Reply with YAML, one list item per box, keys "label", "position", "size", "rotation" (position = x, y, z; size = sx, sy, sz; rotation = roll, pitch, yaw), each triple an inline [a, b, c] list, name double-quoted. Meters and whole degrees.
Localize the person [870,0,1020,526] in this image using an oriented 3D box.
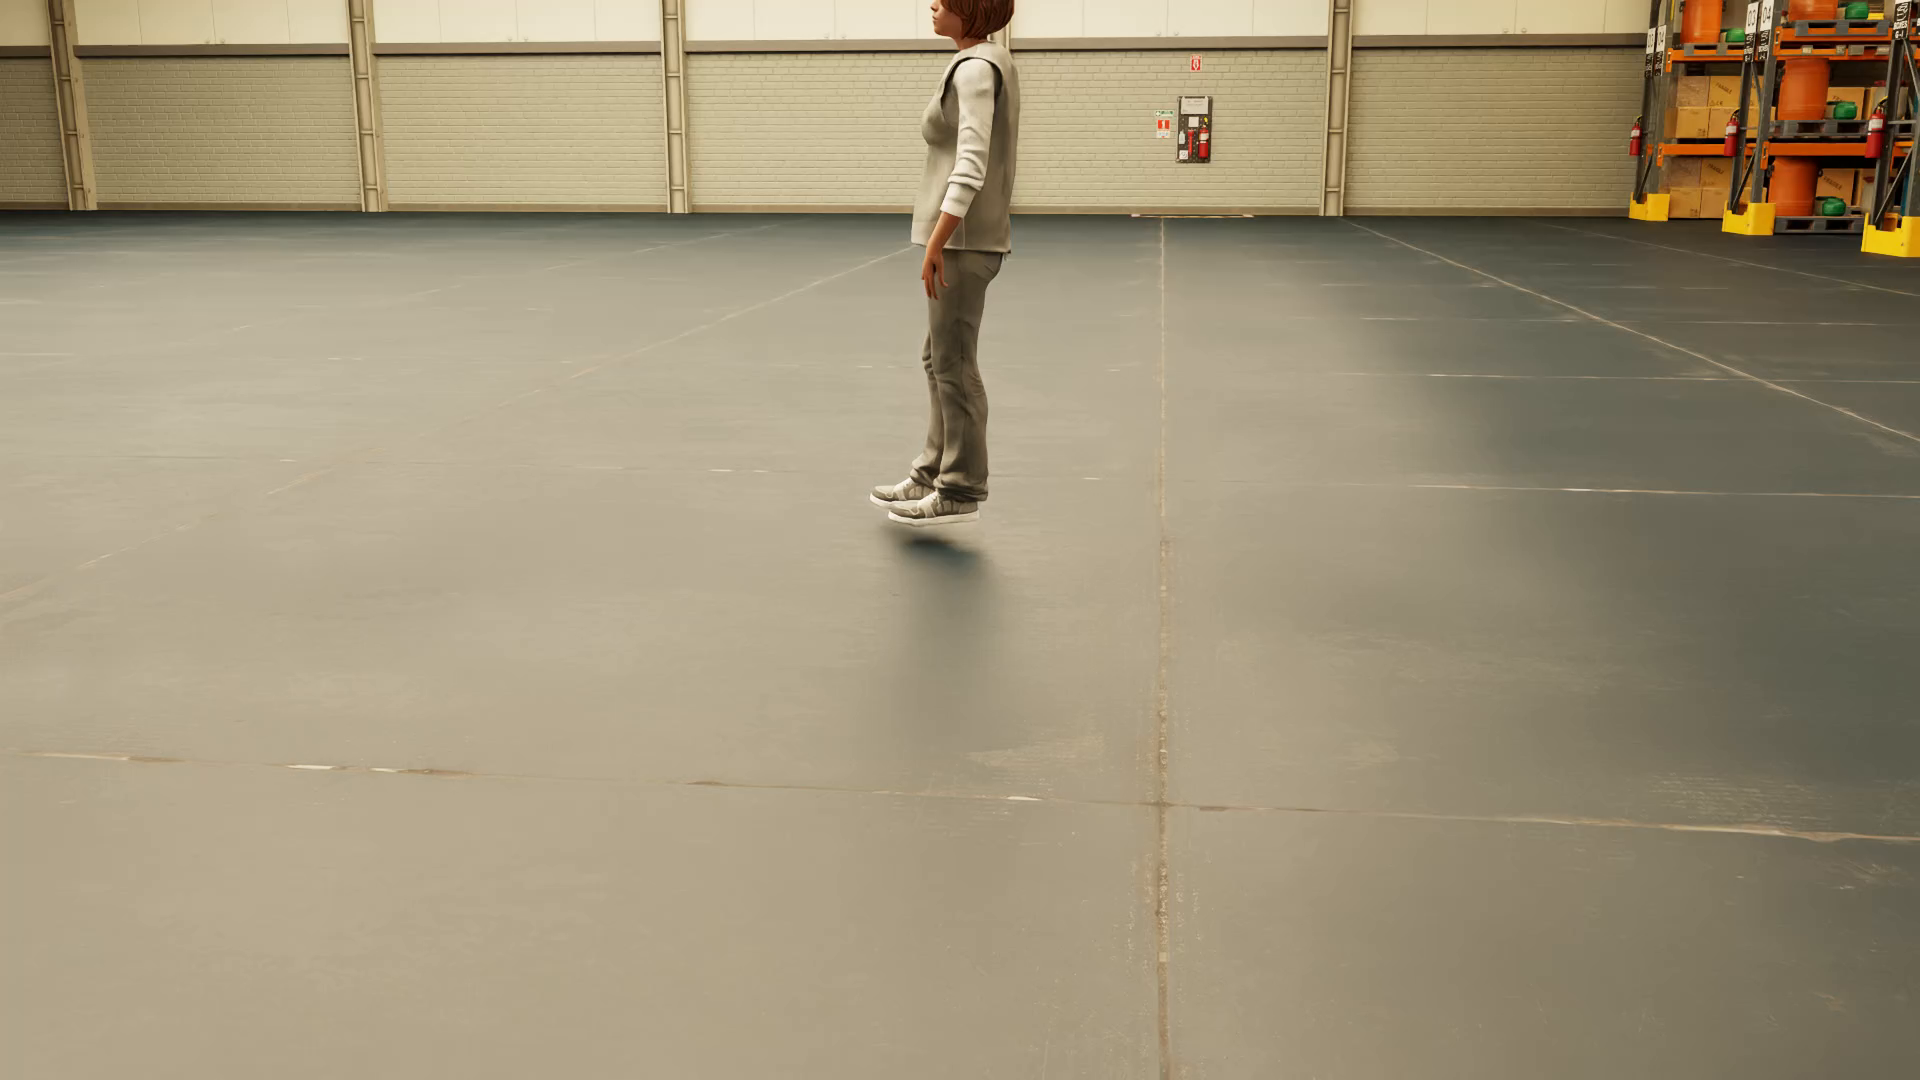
- label: "person"
  position: [-0.071, -0.829, 4.776]
  size: [0.475, 1.597, 0.520]
  rotation: [2, 13, 7]
